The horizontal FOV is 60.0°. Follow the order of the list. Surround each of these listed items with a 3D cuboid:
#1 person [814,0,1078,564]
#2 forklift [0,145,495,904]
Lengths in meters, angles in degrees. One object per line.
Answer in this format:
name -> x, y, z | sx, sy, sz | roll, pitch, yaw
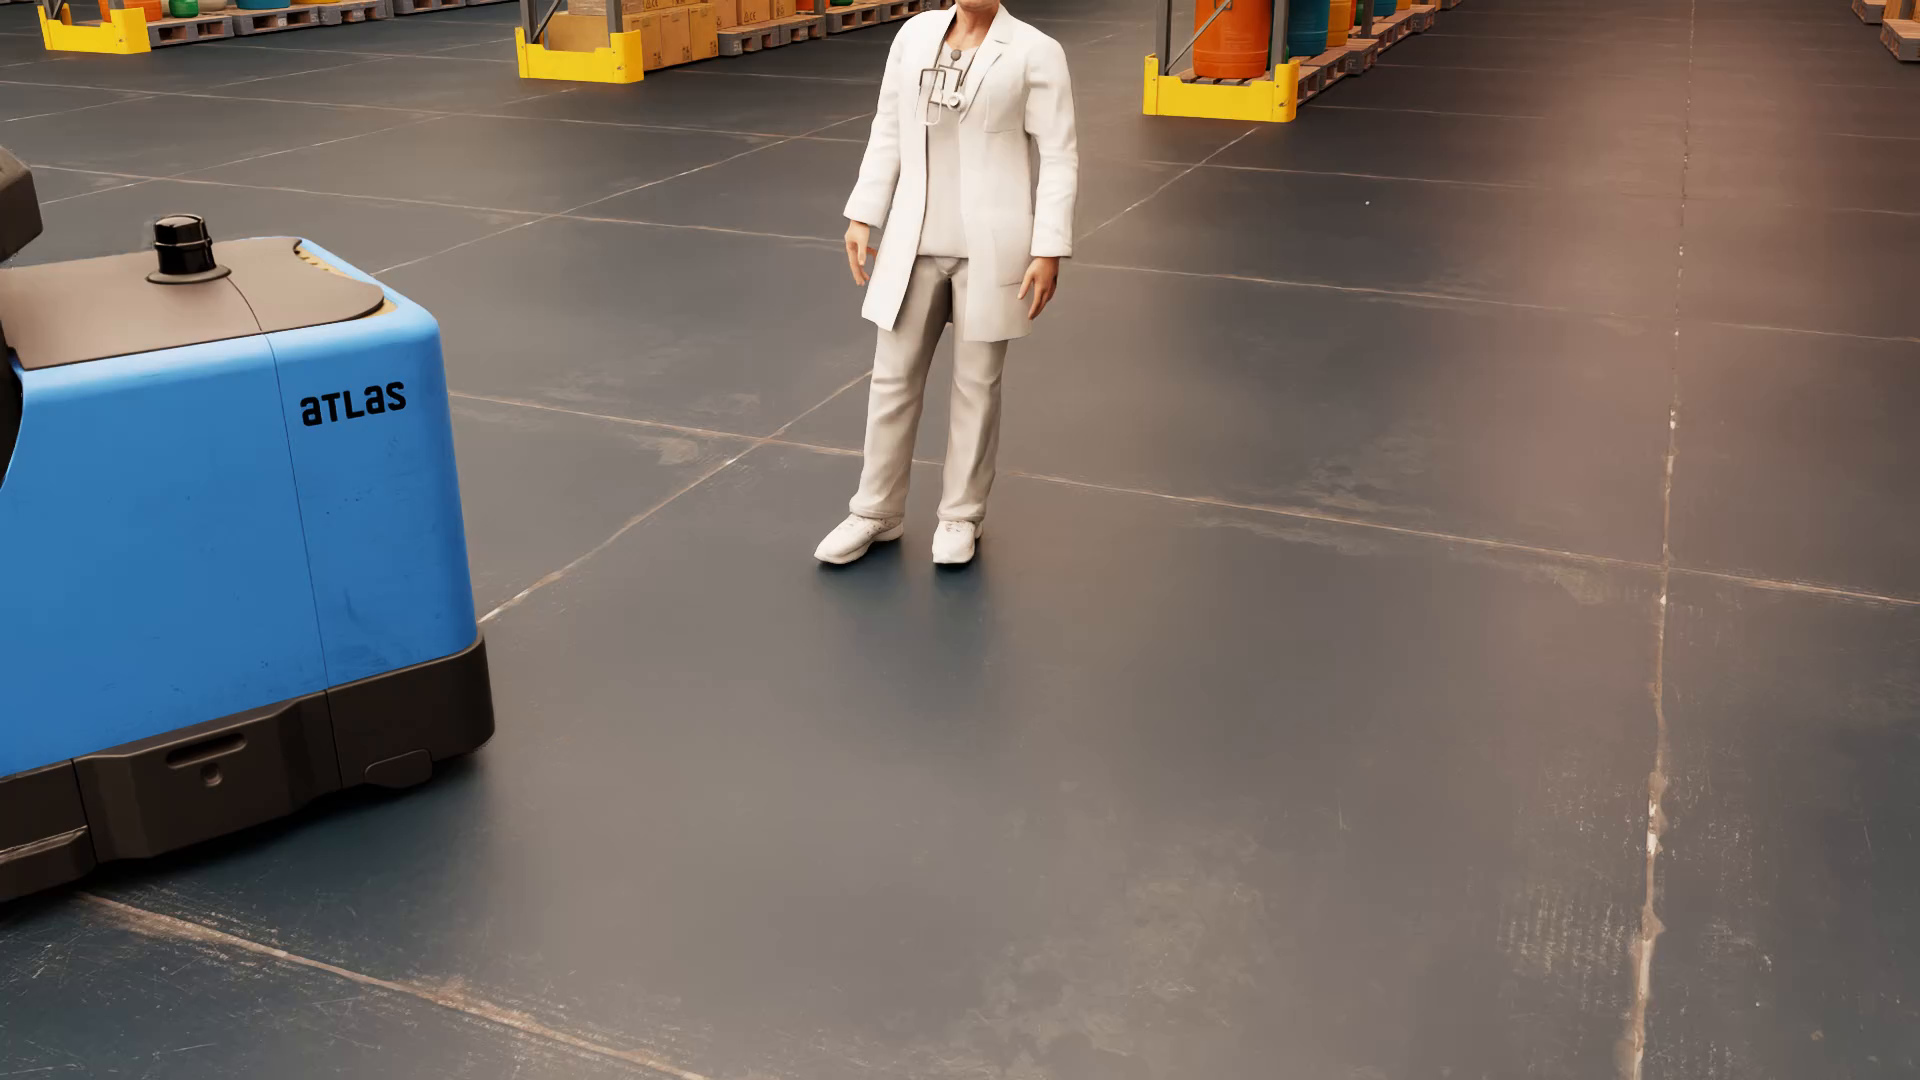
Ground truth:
person -> -0.039, -0.795, 4.672 | 0.696, 1.775, 0.581 | 9, 24, 21
forklift -> -2.566, -0.648, 2.843 | 3.031, 2.935, 1.130 | -16, 27, -33
